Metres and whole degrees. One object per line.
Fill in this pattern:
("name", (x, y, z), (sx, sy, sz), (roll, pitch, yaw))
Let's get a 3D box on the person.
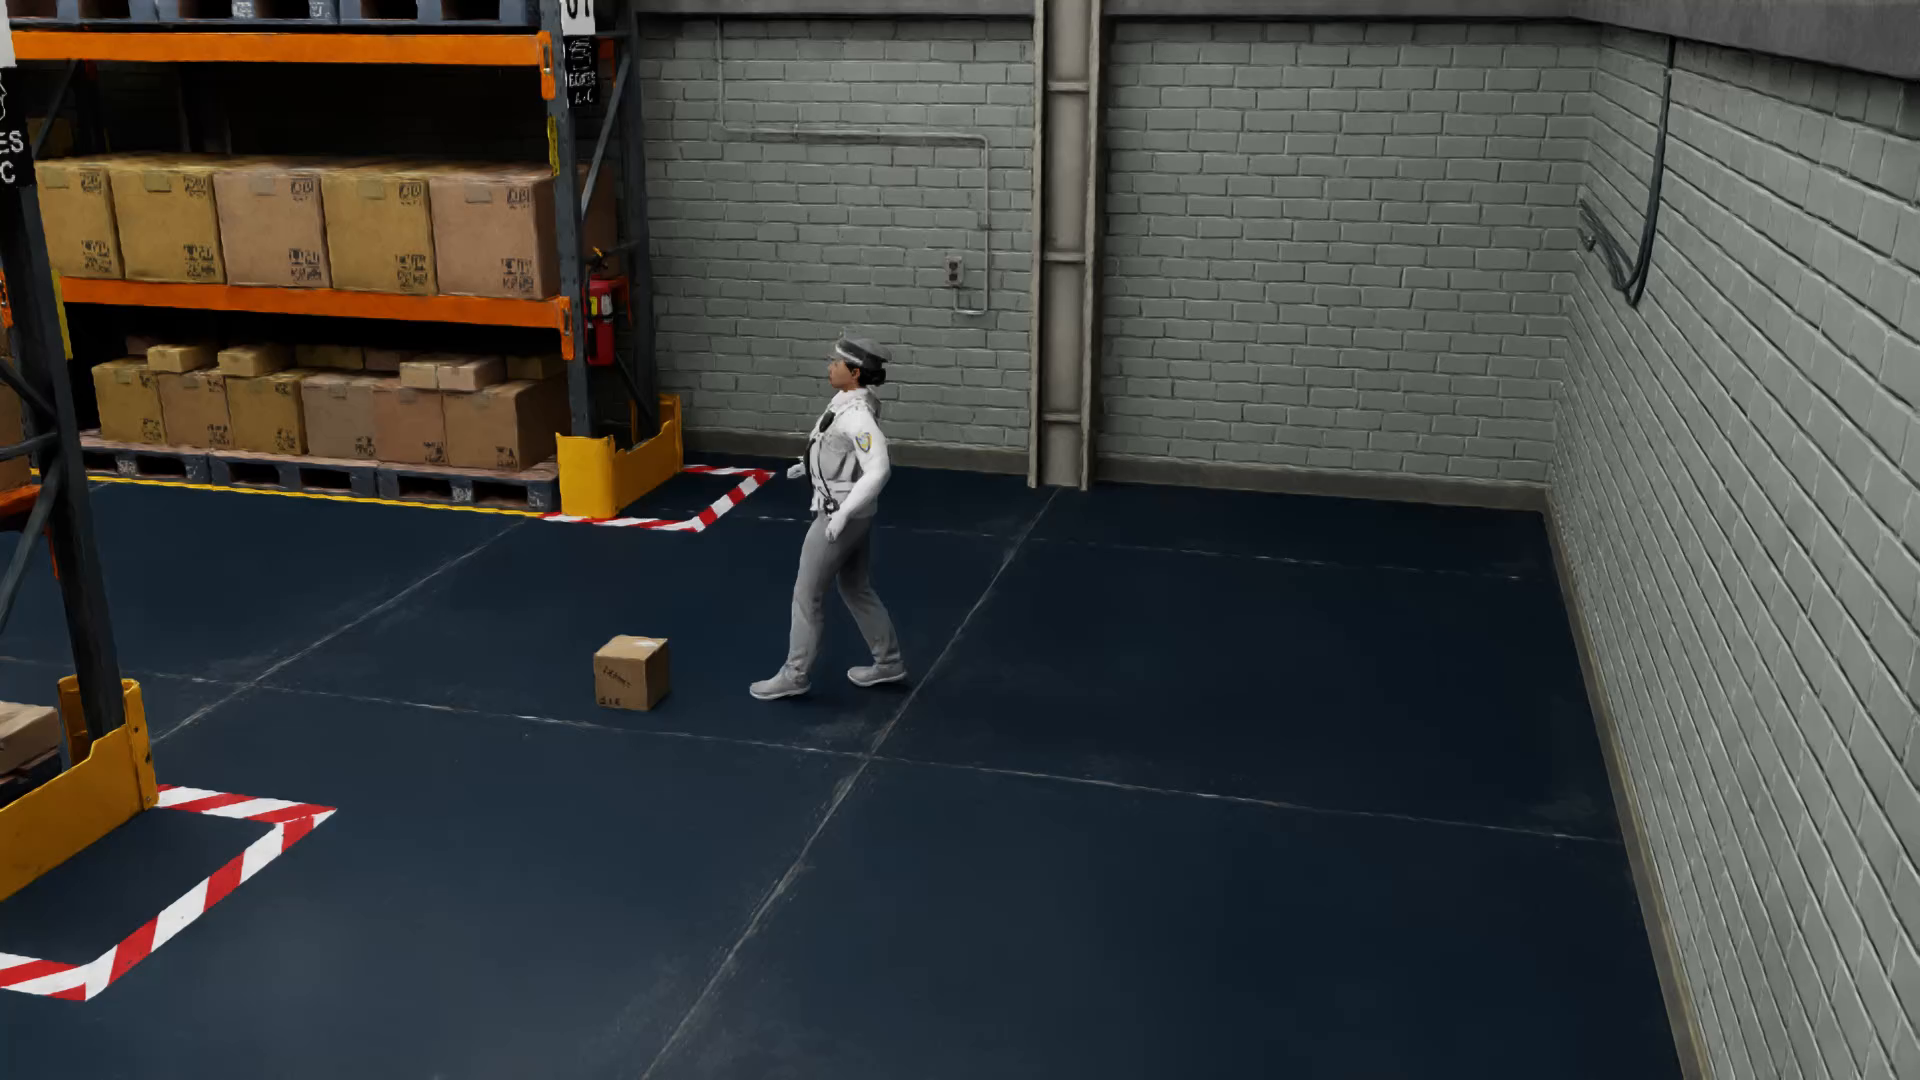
("person", (-0.602, -0.103, 7.302), (0.710, 1.691, 0.661), (1, 18, 2))
